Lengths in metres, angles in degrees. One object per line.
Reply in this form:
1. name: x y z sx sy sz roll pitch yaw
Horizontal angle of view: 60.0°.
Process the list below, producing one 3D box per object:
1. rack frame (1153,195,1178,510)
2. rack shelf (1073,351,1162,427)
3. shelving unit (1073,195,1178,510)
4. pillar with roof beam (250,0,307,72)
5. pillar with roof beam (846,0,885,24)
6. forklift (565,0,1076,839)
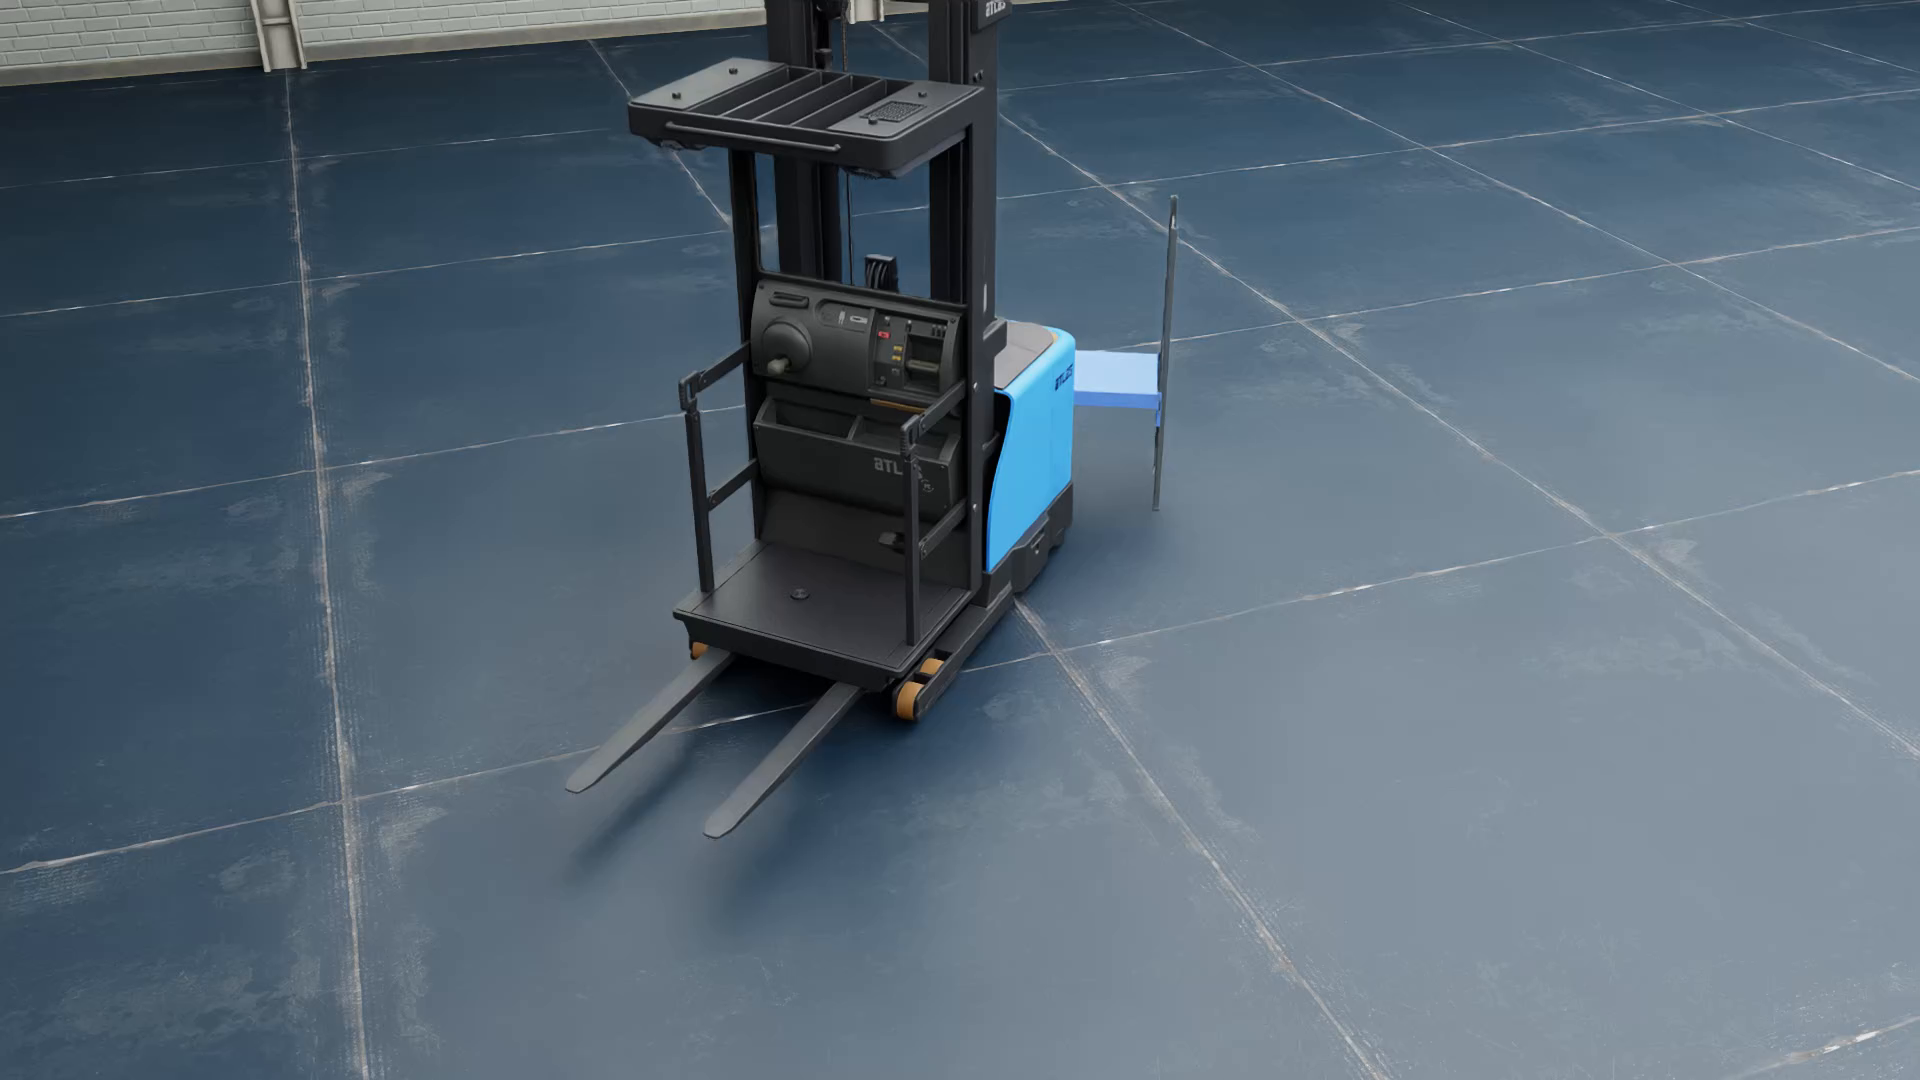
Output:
1. rack frame: 1.031 -0.927 8.362 0.032 1.500 0.500 3 30 5
2. rack shelf: 0.526 -0.798 8.499 1.000 0.185 0.538 3 30 5
3. shelving unit: 0.526 -0.954 8.410 1.048 1.500 0.538 3 30 5
4. pillar with roof beam: -5.189 -6.609 10.761 0.400 9.000 9.100 -10 31 -18
5. pillar with roof beam: 0.435 -7.645 12.578 0.400 9.000 9.100 -10 31 -18
6. forklift: -0.526 -0.764 6.630 1.130 2.935 3.031 13 32 22
